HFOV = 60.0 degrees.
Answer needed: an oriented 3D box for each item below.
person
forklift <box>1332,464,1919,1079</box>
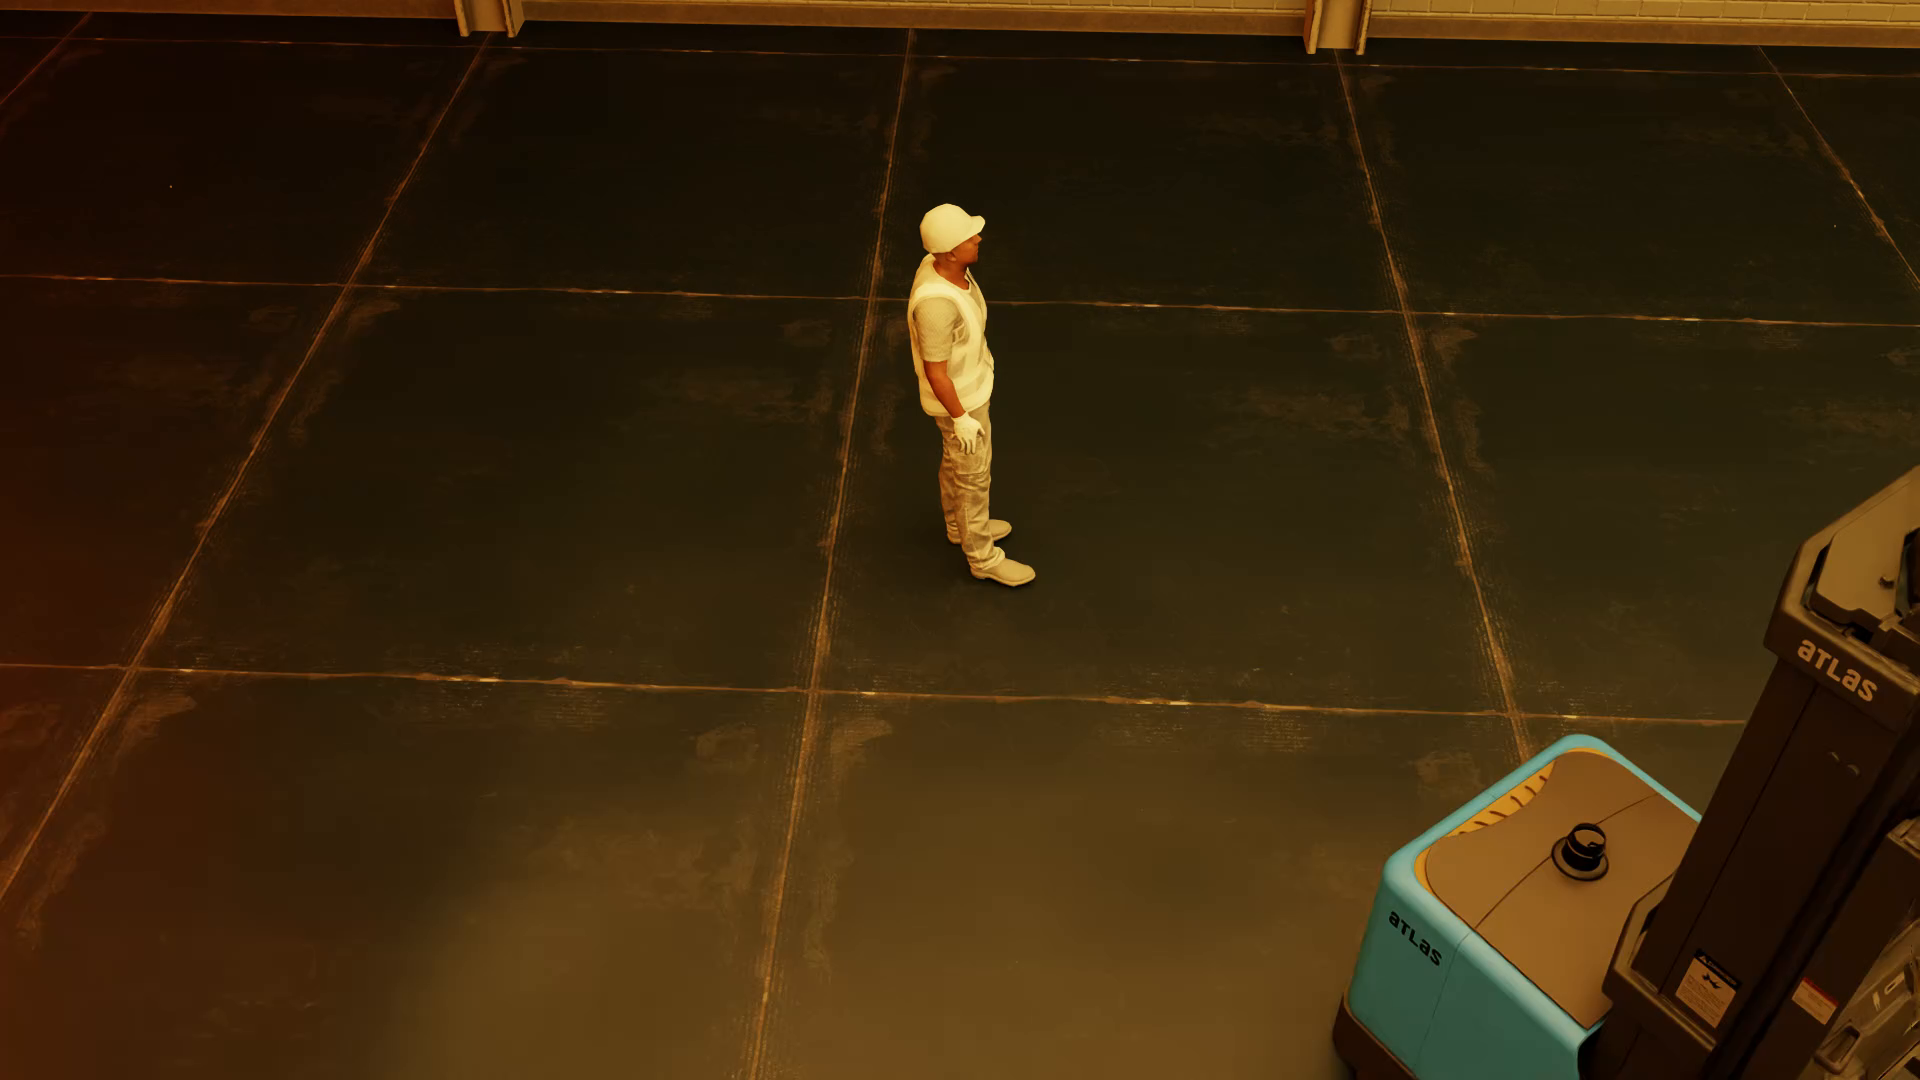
[{"bbox_3d":[0.071,-0.656,7.301,0.577,1.782,0.656,2,42,2],"label":"person"},{"bbox_3d":[2.589,1.338,4.277,1.130,2.935,3.031,-26,48,-26],"label":"forklift"}]
